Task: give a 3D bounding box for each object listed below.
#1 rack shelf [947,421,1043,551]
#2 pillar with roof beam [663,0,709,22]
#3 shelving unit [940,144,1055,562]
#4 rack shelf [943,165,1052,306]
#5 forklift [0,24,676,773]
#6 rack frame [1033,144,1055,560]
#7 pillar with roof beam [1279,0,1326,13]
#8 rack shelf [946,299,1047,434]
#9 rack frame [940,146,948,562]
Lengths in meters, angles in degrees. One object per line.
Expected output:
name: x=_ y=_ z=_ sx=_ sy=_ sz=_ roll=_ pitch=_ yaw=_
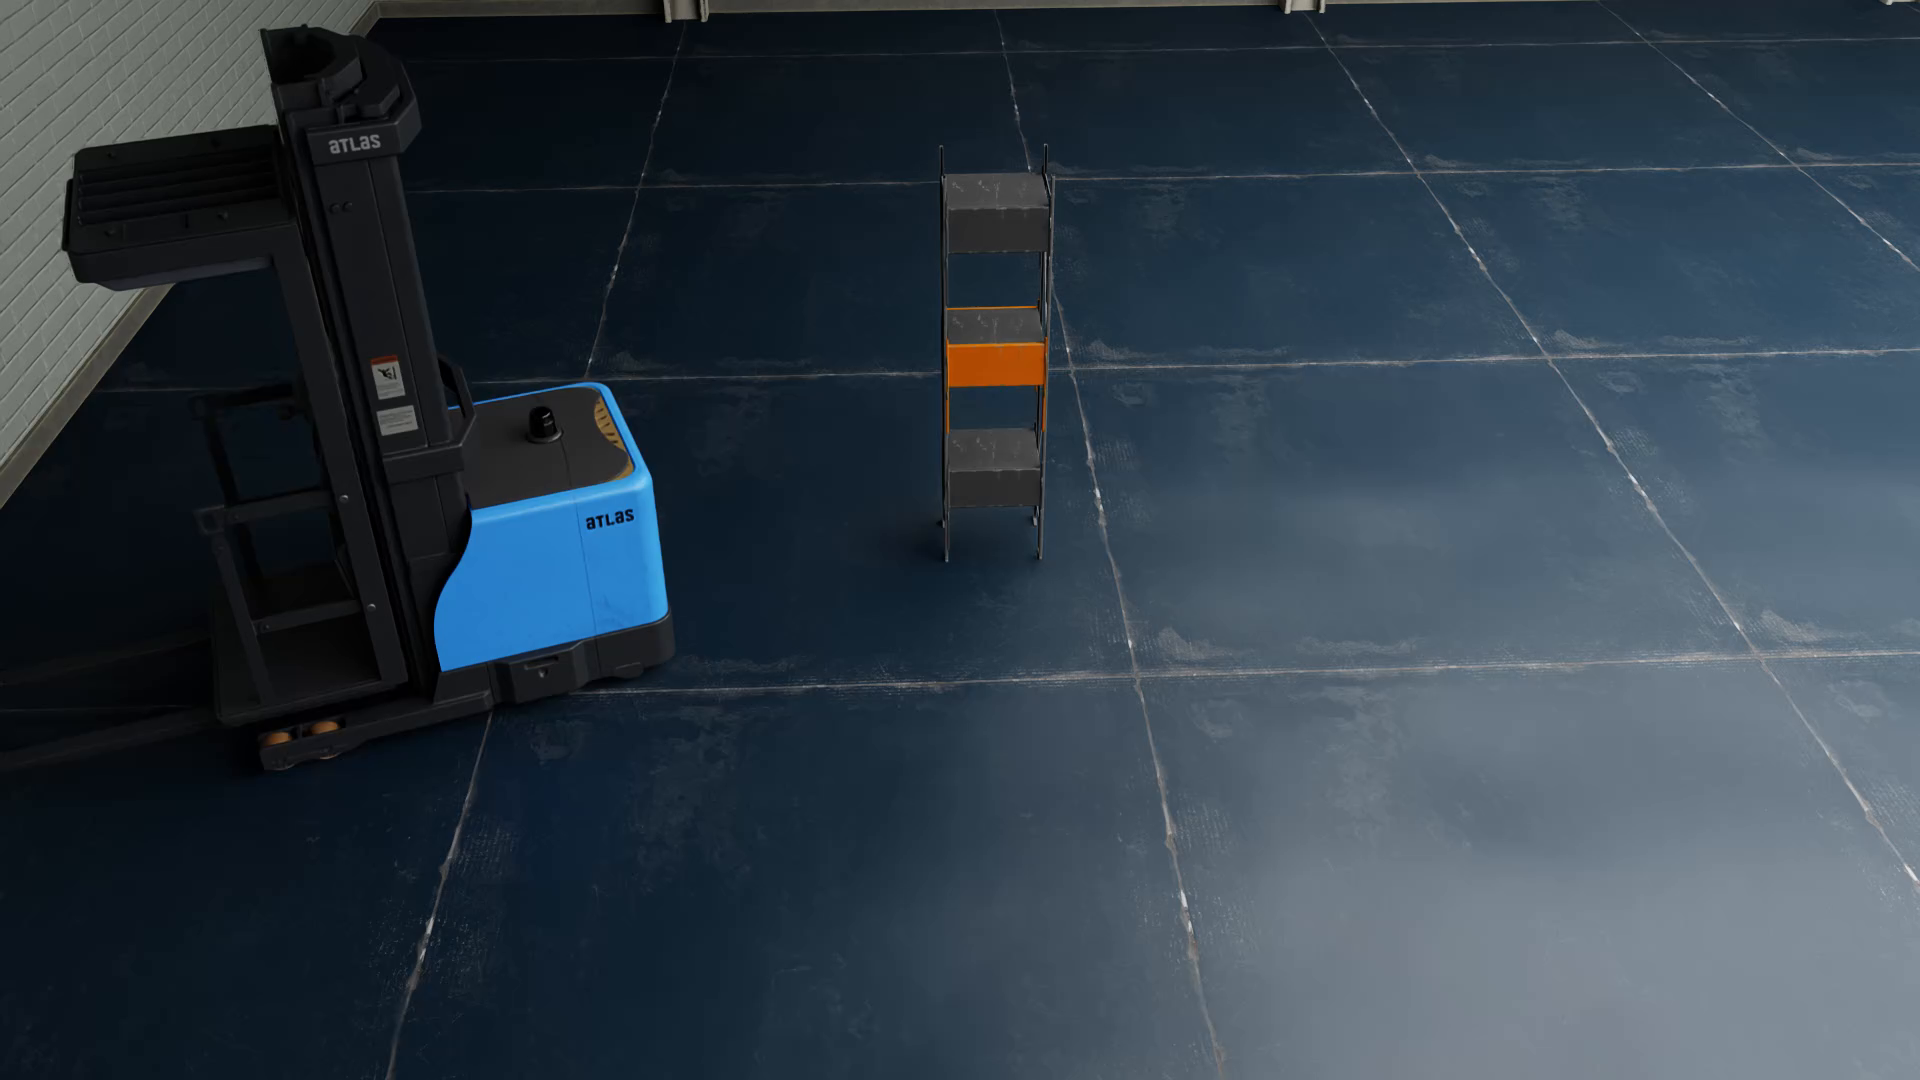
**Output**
rack shelf: x=0.165 y=-0.281 z=8.601 sx=0.480 sy=0.518 sz=0.431 roll=-2 pitch=35 yaw=-2
pillar with roof beam: x=-2.438 y=-6.317 z=10.006 sx=0.400 sy=9.000 sz=9.100 roll=-2 pitch=35 yaw=-2
shelving unit: x=0.165 y=-0.868 z=8.195 sx=0.503 sy=2.100 sz=0.431 roll=-2 pitch=35 yaw=-2
rack shelf: x=0.165 y=-1.432 z=7.805 sx=0.480 sy=0.518 sz=0.431 roll=-2 pitch=35 yaw=-2
forklift: x=-2.918 y=-0.534 z=6.982 sx=3.031 sy=2.935 sz=1.130 roll=-13 pitch=37 yaw=-18
rack frame: x=0.409 y=-0.874 z=8.205 sx=0.015 sy=2.100 sz=0.400 roll=-2 pitch=35 yaw=-2
pillar with roof beam: x=3.555 y=-6.478 z=10.239 sx=0.400 sy=9.000 sz=9.100 roll=-2 pitch=35 yaw=-2
rack shelf: x=0.165 y=-0.857 z=8.203 sx=0.480 sy=0.518 sz=0.431 roll=-2 pitch=35 yaw=-2
rack frame: x=-0.078 y=-0.861 z=8.186 sx=0.015 sy=2.100 sz=0.400 roll=-2 pitch=35 yaw=-2
